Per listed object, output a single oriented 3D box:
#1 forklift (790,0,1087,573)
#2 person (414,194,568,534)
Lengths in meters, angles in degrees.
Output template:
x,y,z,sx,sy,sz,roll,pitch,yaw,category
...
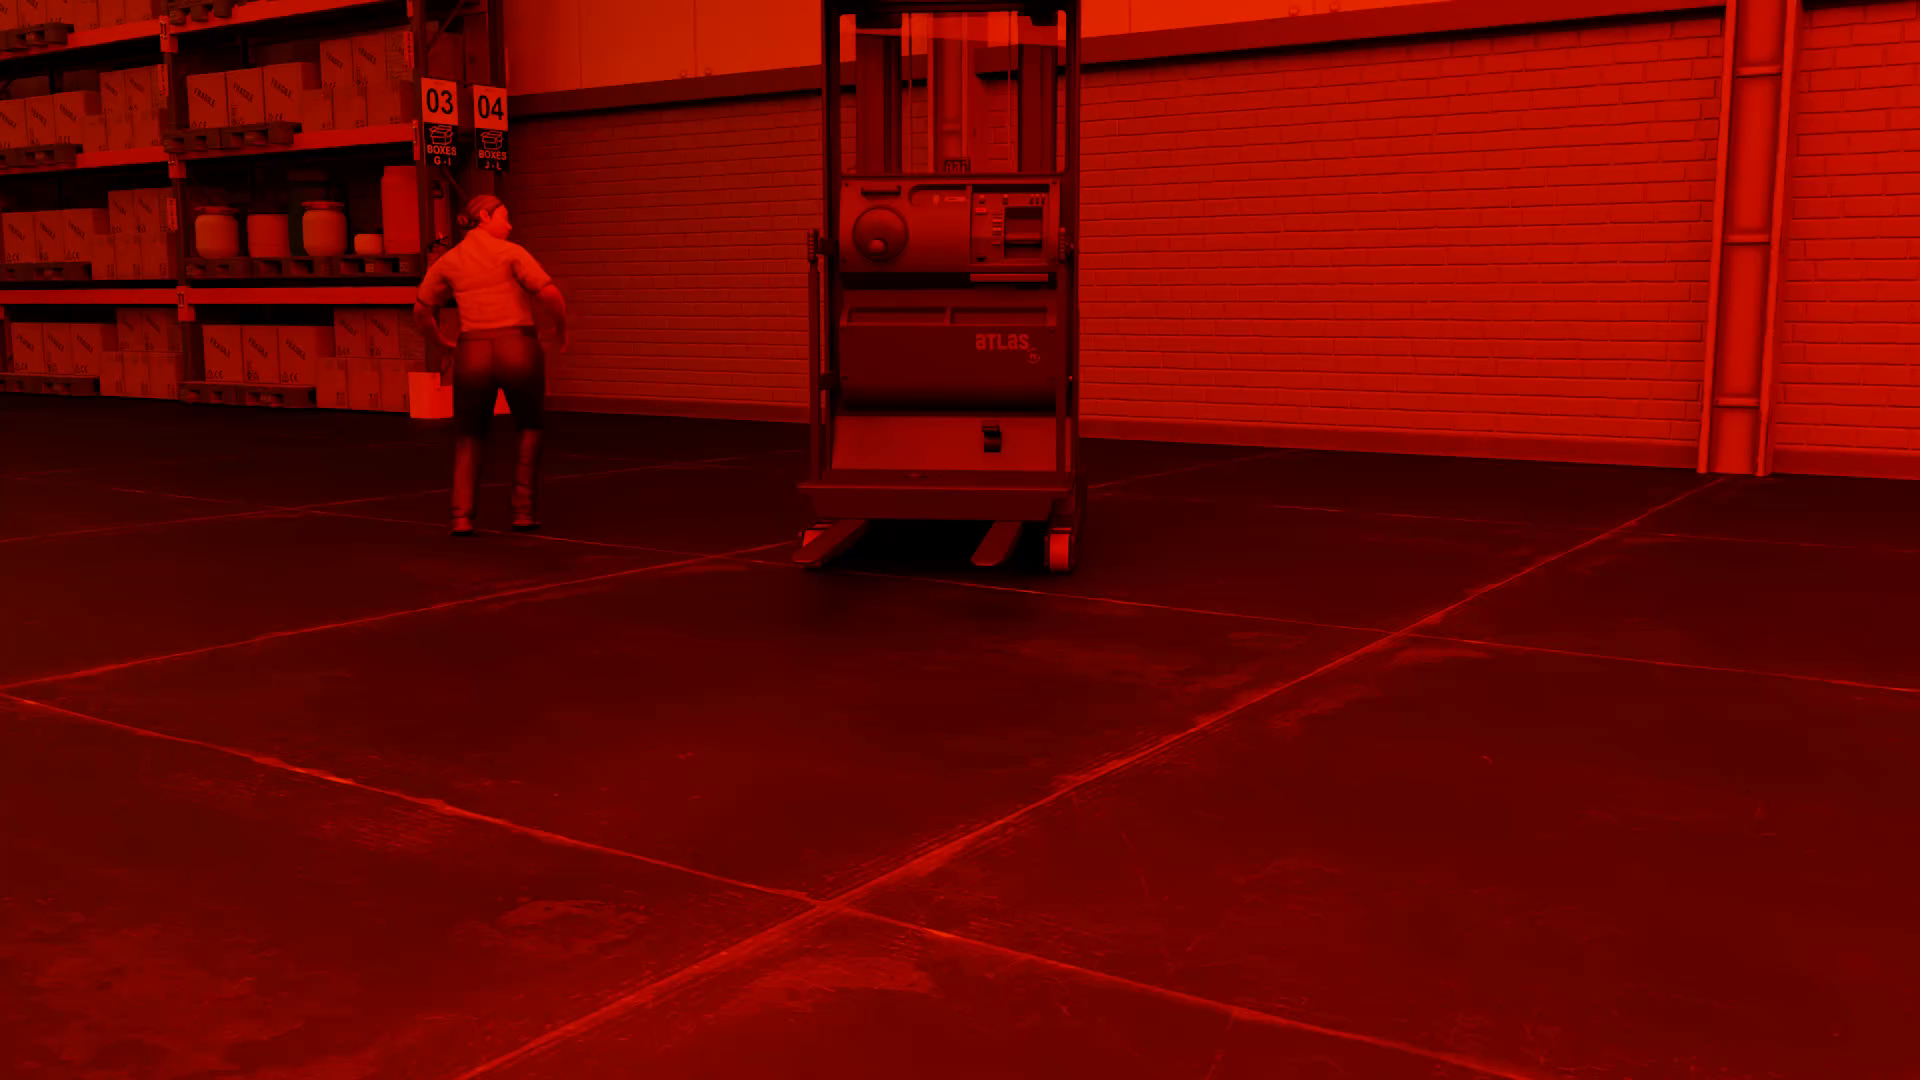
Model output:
x,y,z,sx,sy,sz,roll,pitch,yaw,category
-0.064,-1.366,6.796,1.130,2.935,3.031,1,8,6,forklift
-2.201,-0.807,7.847,0.719,1.598,0.603,0,8,-3,person
